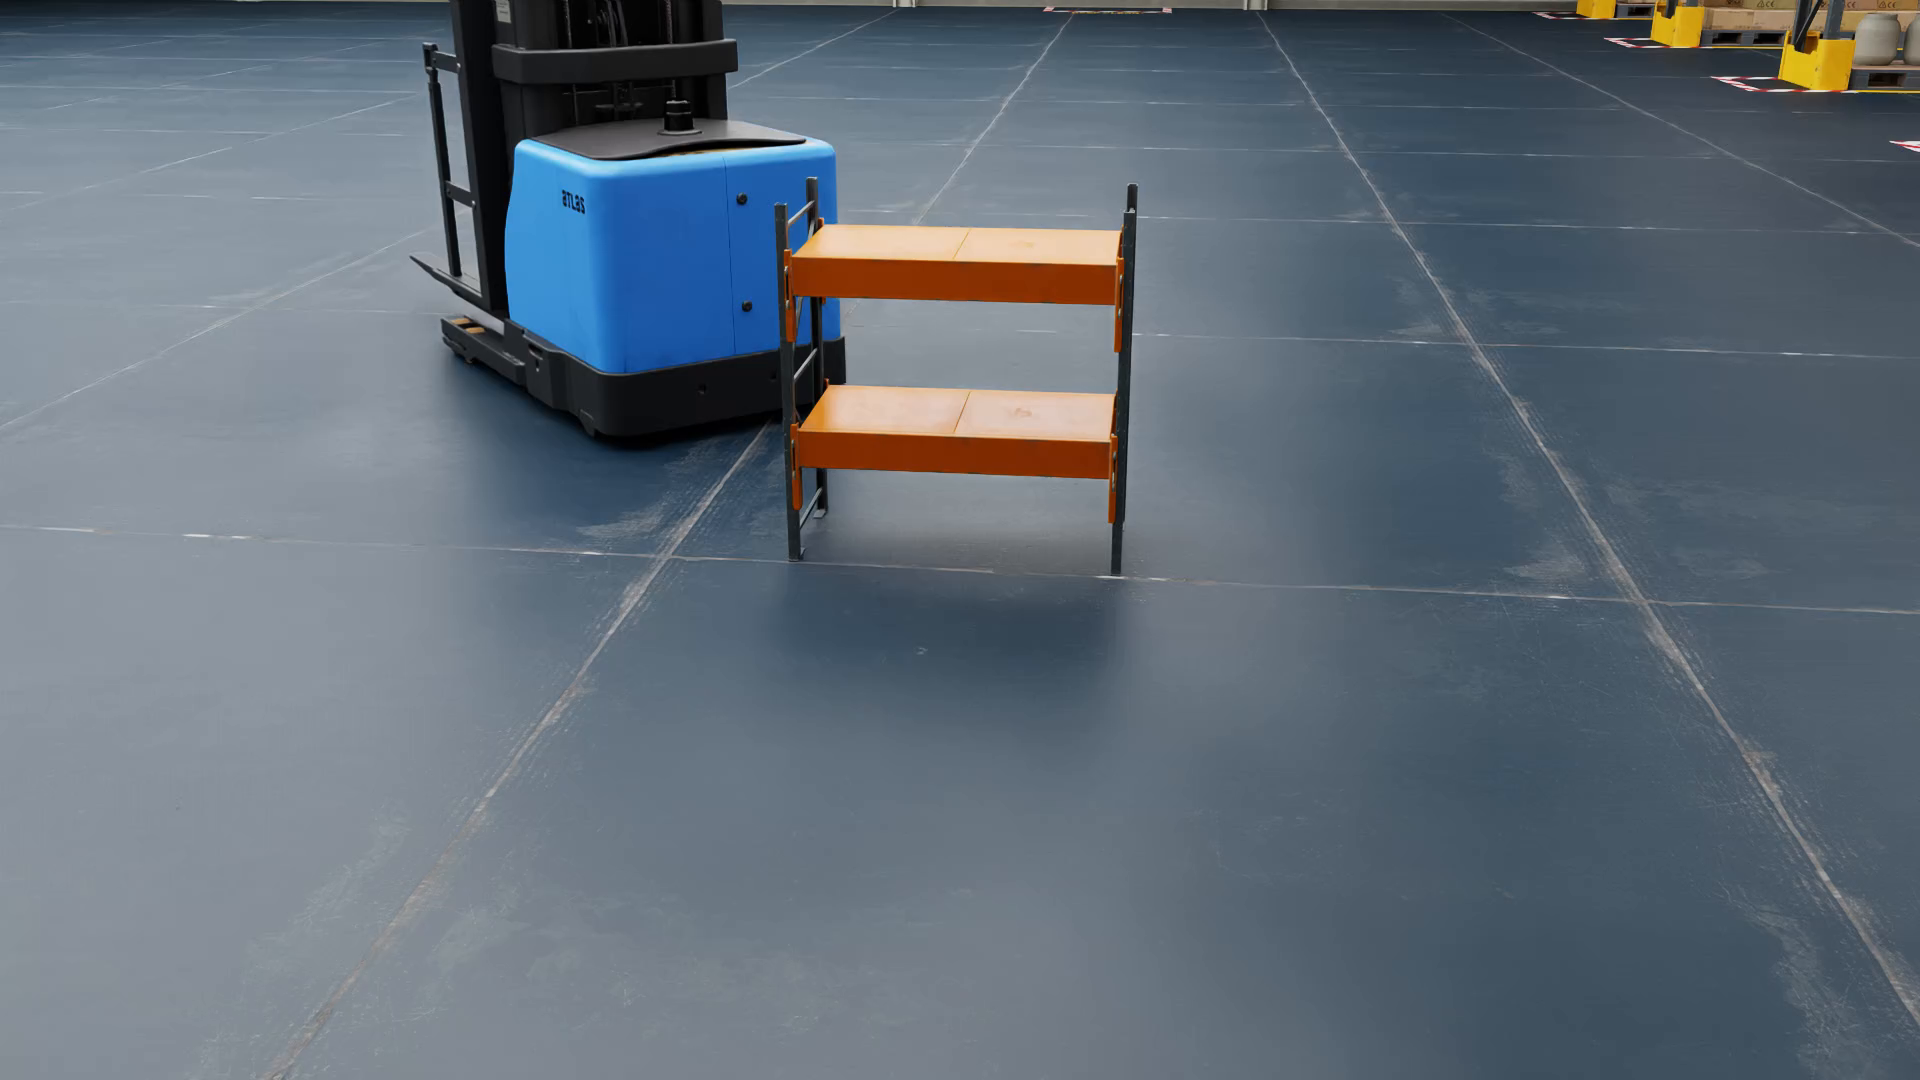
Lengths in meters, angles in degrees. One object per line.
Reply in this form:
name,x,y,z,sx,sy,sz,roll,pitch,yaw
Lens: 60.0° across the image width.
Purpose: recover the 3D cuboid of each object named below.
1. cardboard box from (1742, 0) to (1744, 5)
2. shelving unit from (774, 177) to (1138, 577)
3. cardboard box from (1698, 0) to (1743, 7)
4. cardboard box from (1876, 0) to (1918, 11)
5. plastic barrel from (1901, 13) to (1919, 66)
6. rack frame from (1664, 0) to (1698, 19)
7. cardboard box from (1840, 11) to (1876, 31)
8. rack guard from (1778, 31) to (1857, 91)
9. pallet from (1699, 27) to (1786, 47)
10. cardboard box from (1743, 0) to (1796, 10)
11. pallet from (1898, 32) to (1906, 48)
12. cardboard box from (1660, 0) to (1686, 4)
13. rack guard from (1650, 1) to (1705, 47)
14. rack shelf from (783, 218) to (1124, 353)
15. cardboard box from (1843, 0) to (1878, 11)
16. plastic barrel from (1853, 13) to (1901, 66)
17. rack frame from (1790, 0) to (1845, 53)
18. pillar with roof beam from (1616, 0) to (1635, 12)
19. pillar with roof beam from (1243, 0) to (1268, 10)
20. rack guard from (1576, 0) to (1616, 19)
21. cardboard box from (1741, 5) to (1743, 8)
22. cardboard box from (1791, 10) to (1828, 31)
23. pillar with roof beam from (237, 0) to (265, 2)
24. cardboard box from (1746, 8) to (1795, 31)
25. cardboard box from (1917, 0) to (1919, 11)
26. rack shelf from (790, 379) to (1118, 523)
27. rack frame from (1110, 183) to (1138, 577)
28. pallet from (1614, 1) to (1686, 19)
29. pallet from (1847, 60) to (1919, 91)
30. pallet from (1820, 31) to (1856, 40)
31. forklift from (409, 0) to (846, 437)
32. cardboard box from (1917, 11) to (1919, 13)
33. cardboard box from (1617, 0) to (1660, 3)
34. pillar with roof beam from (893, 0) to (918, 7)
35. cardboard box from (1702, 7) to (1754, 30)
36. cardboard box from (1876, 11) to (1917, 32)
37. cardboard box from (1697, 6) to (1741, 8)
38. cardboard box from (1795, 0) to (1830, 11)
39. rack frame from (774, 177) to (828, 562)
cardboard box,12.137,-8.767,26.336,0.500,0.500,0.700,1,22,3
shelving unit,0.007,-0.523,5.232,1.048,1.125,0.538,2,22,6
cardboard box,10.160,-7.404,22.236,0.500,0.500,0.500,2,22,6
cardboard box,12.086,-7.132,21.548,0.500,0.500,0.500,2,22,6
plastic barrel,10.166,-5.261,17.479,0.421,0.512,0.421,0,22,0
rack frame,9.592,-8.053,21.730,0.127,3.000,1.000,2,22,6
cardboard box,11.588,-6.800,21.728,0.500,0.250,0.500,2,22,6
rack guard,9.087,-5.096,17.650,0.348,0.500,1.175,2,22,6
pallet,10.357,-6.739,22.197,1.213,0.211,1.003,2,22,6
cardboard box,10.596,-7.193,21.703,0.500,0.500,0.500,2,22,6
pallet,12.780,-6.633,21.930,1.213,0.211,1.003,2,22,6
cardboard box,11.414,-8.729,26.497,0.500,0.311,0.500,4,22,11
rack guard,9.569,-6.892,22.192,0.348,0.500,1.175,2,22,6
rack shelf,0.007,-0.795,5.125,1.000,0.278,0.538,2,22,6
cardboard box,11.588,-7.148,21.589,0.500,0.500,0.500,2,22,6
plastic barrel,9.668,-5.283,17.534,0.421,0.512,0.421,0,22,0
rack frame,9.006,-6.245,17.156,0.127,3.000,1.000,2,22,6
pillar with roof beam,10.462,-11.365,21.948,0.400,9.000,9.100,2,22,6
pillar with roof beam,4.504,-11.625,22.605,0.400,9.000,9.100,2,22,6
rack guard,10.247,-8.696,26.756,0.348,0.500,1.175,2,22,6
cardboard box,10.658,-7.037,22.328,0.500,0.250,0.500,2,22,6
cardboard box,11.092,-6.823,21.787,0.500,0.250,0.500,2,22,6
pillar with roof beam,-13.371,-12.404,24.575,0.400,9.000,9.100,2,22,6
cardboard box,10.596,-6.845,21.842,0.500,0.250,0.500,2,22,6
cardboard box,12.583,-7.111,21.497,0.500,0.500,0.500,2,22,6
rack shelf,0.007,-0.295,5.322,1.000,0.278,0.538,2,22,6
rack frame,0.512,-0.501,5.177,0.032,1.125,0.500,2,22,6
pallet,11.050,-8.514,26.687,1.213,0.211,1.003,2,22,6
pallet,9.893,-4.925,17.609,1.213,0.211,1.003,2,22,6
pallet,11.565,-6.685,22.061,1.213,0.211,1.003,2,22,6
forklift,-1.704,-2.236,7.109,1.130,2.935,3.031,-14,26,-31
cardboard box,12.583,-6.762,21.633,0.500,0.250,0.500,2,22,6
cardboard box,10.848,-8.753,26.559,0.500,0.311,0.500,0,22,0
pillar with roof beam,-1.455,-11.885,23.262,0.400,9.000,9.100,2,22,6
cardboard box,10.099,-6.865,21.894,0.500,0.250,0.500,2,22,6
cardboard box,12.085,-6.778,21.674,0.500,0.250,0.500,2,22,6
cardboard box,10.160,-7.054,22.372,0.500,0.250,0.500,2,22,6
cardboard box,11.094,-7.176,21.660,0.500,0.500,0.500,2,22,6
rack frame,-0.498,-0.545,5.288,0.032,1.125,0.500,2,22,6
